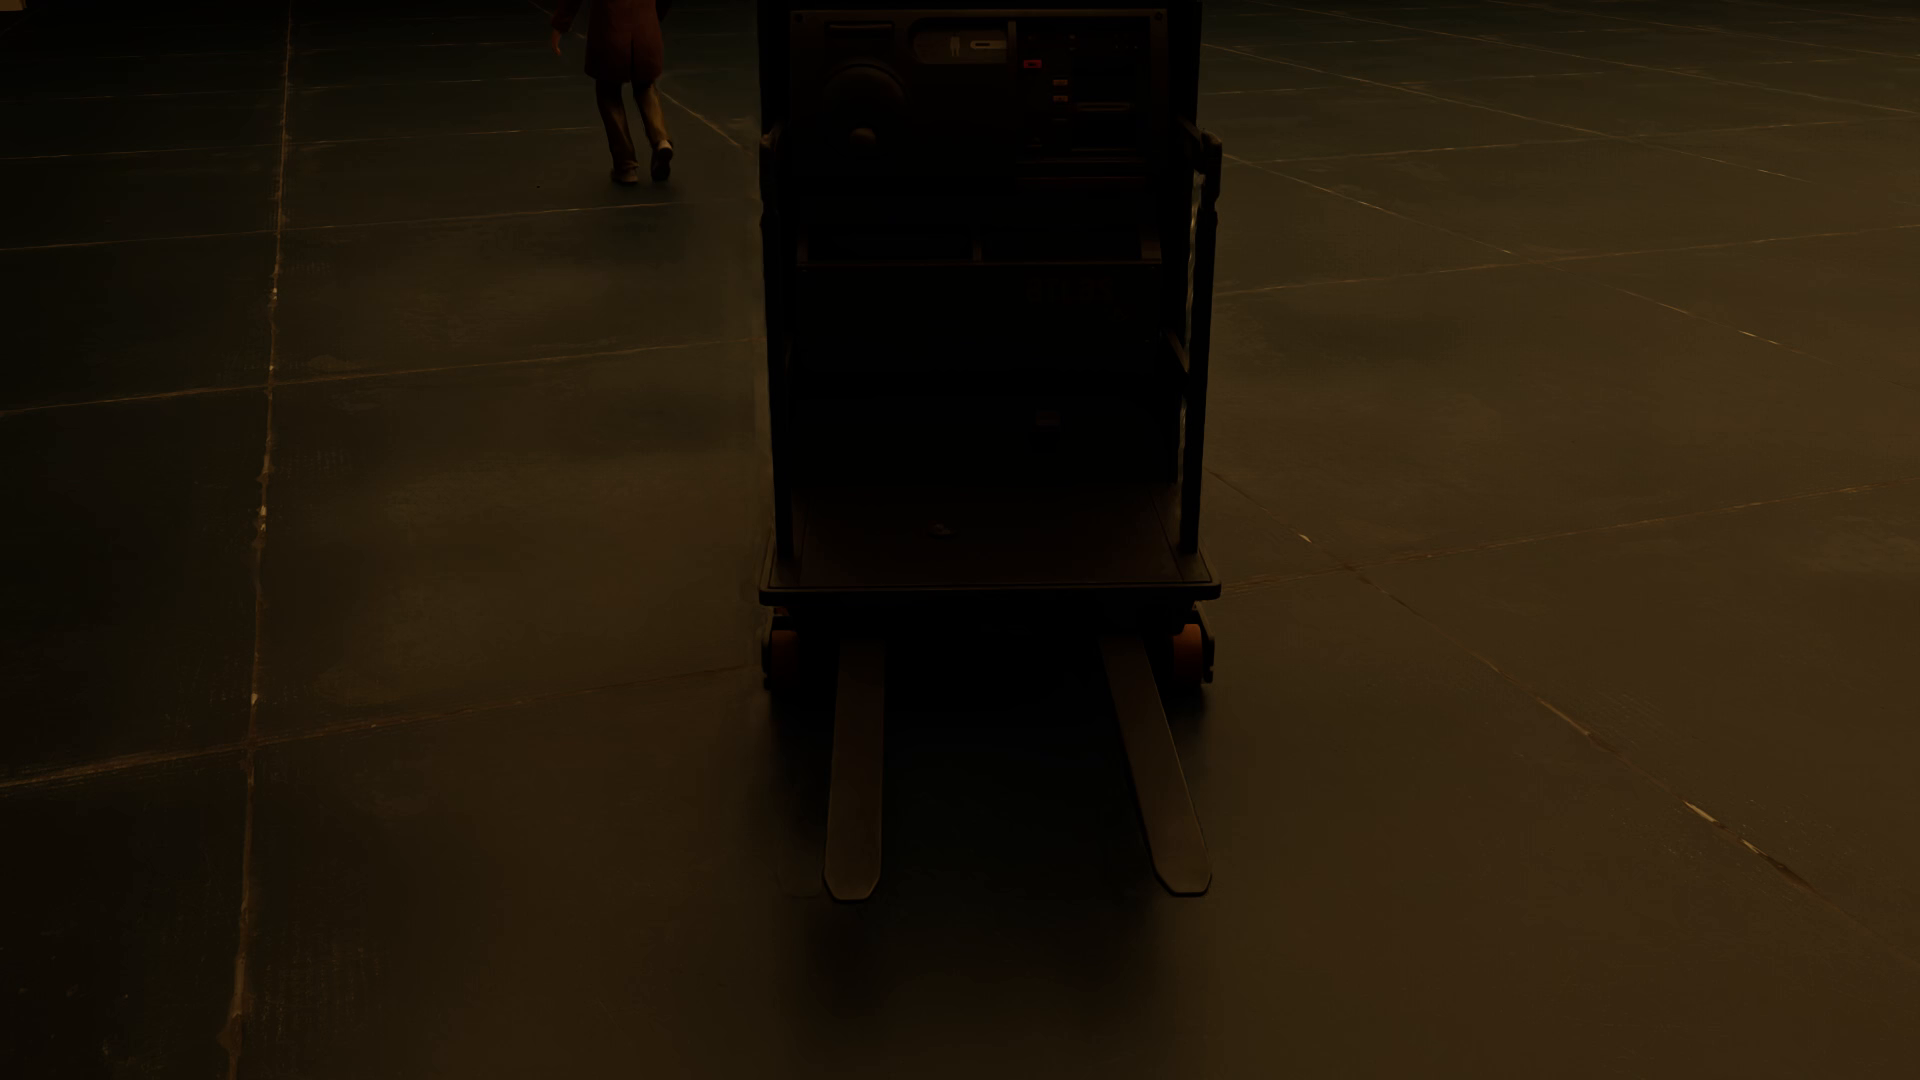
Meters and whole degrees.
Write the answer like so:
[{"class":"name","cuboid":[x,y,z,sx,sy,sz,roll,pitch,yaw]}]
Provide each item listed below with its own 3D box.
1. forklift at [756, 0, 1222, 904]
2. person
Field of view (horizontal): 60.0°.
[{"class":"forklift","cuboid":[0.057,-1.092,3.894,1.130,2.935,3.031,-1,23,-2]},{"class":"person","cuboid":[-2.086,-3.045,10.094,0.831,1.755,0.517,-11,25,-24]}]
